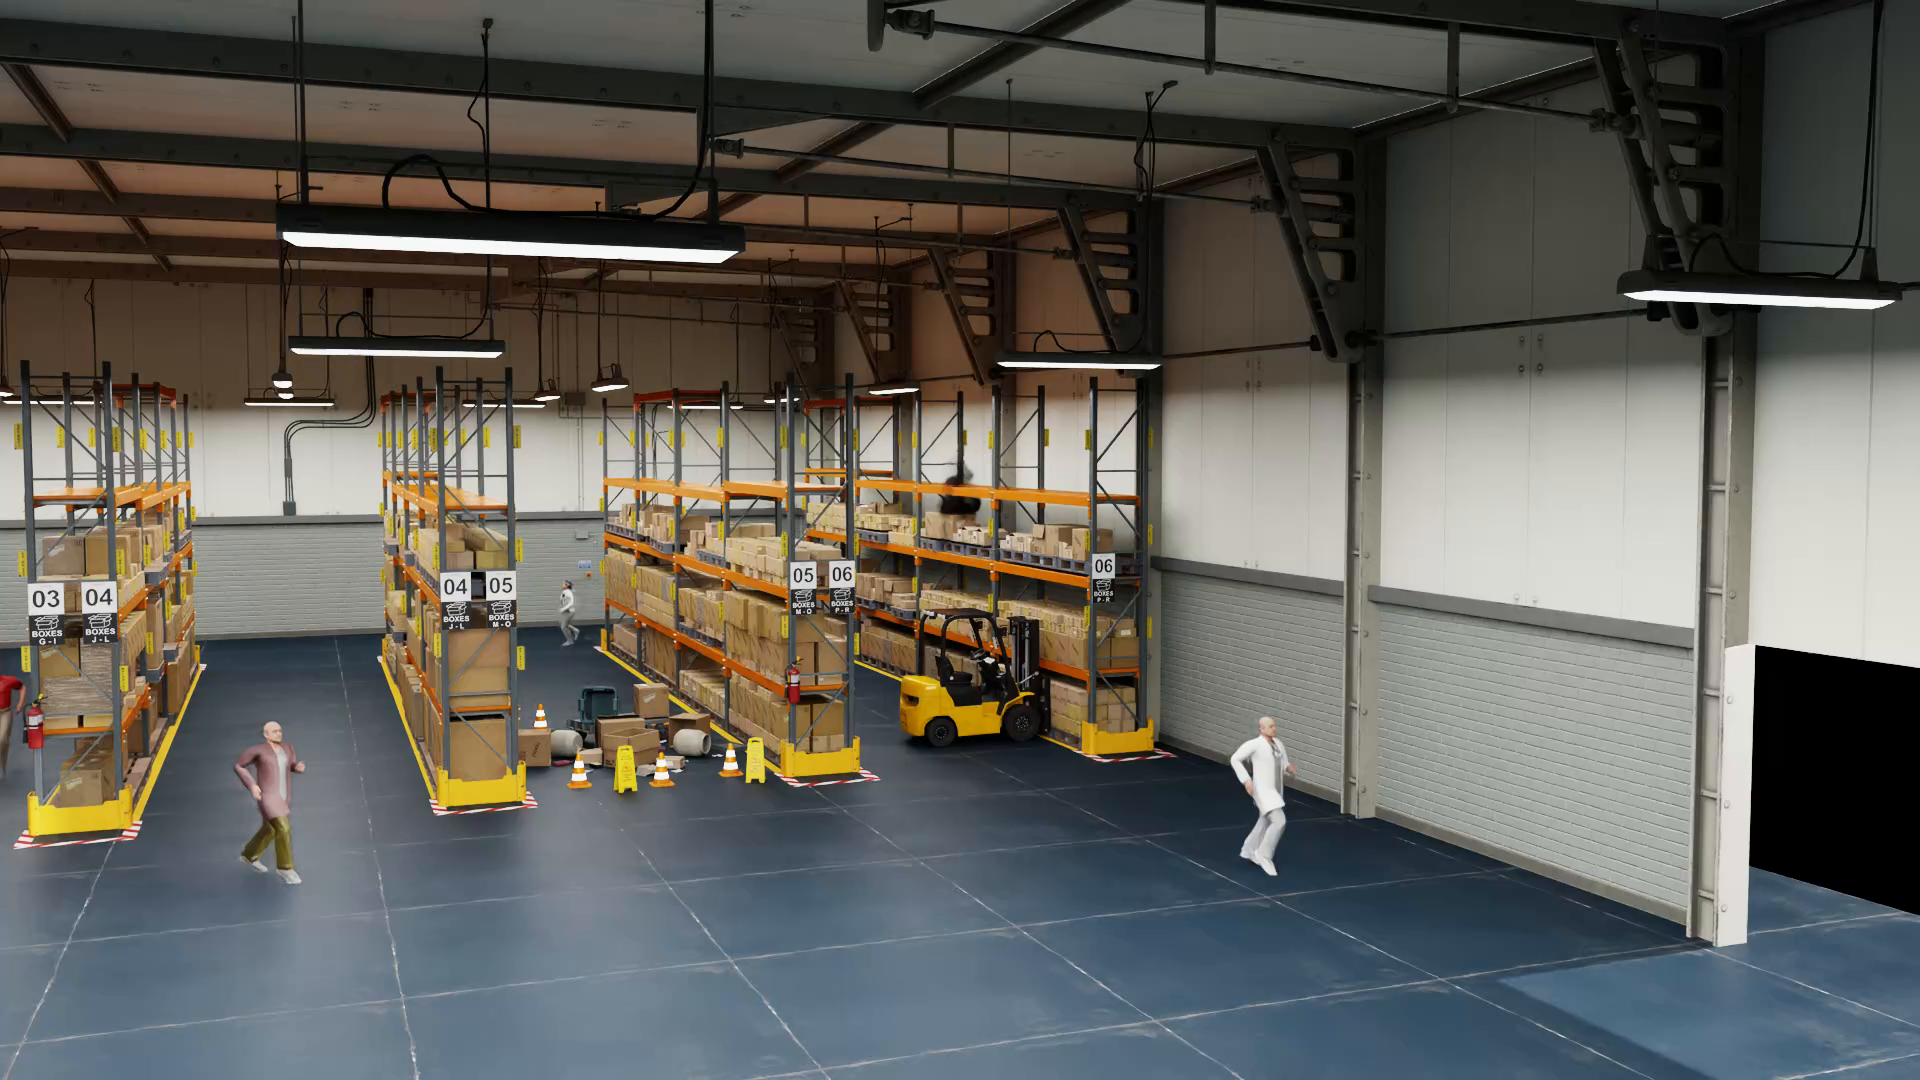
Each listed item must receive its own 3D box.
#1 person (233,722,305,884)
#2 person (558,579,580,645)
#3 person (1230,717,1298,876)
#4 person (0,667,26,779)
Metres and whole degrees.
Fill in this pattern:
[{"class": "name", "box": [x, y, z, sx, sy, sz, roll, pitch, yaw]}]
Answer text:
[{"class": "person", "box": [-7.842, 2.976, 18.974, 0.904, 1.839, 0.673, 1, 4, 18]}, {"class": "person", "box": [-9.531, 1.757, 40.551, 0.534, 1.637, 0.599, -1, 4, -21]}, {"class": "person", "box": [3.567, 2.960, 19.287, 0.798, 1.823, 0.671, 3, 5, 44]}, {"class": "person", "box": [-14.338, 2.682, 24.781, 0.670, 1.773, 0.767, -1, 4, -17]}]
